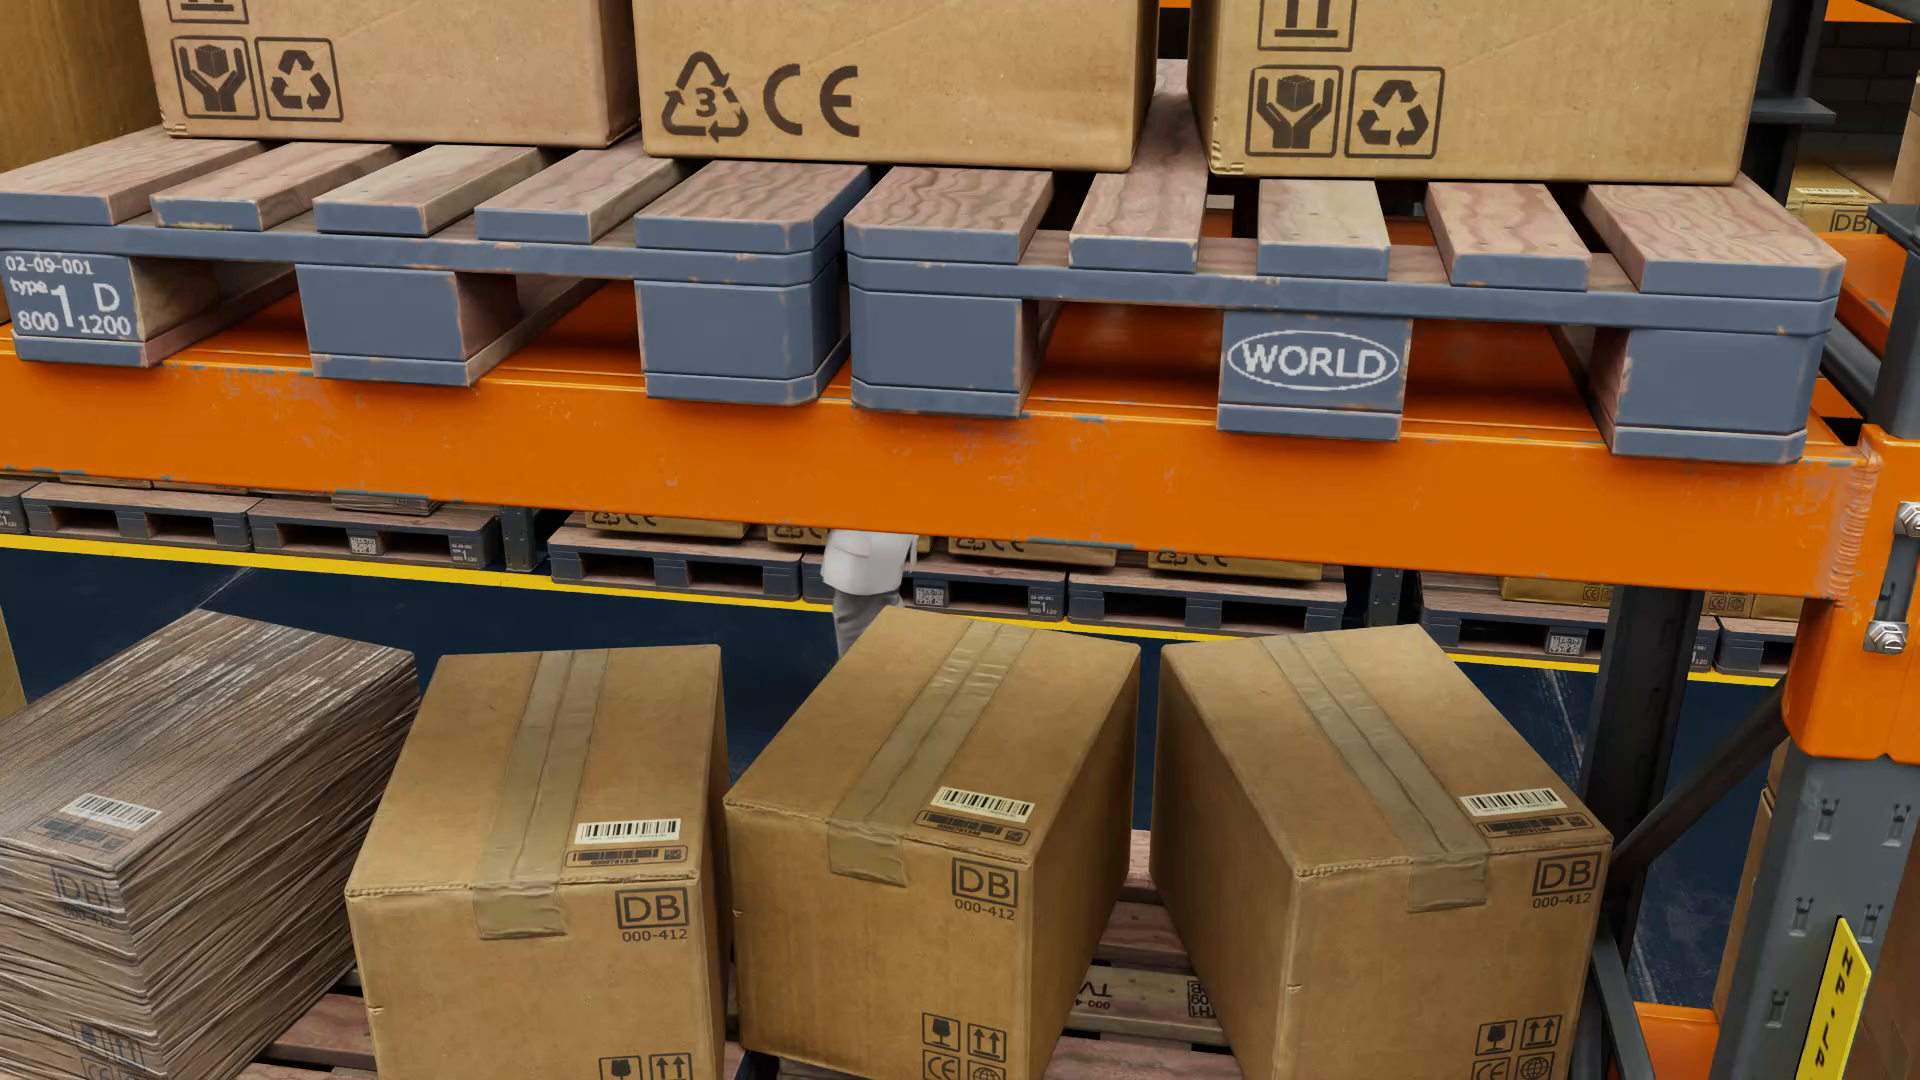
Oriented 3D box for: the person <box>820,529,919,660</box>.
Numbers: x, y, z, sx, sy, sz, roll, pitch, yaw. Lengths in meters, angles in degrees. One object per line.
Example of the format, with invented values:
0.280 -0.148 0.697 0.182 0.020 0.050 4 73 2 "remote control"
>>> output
-0.418 0.012 6.359 0.563 1.560 0.528 4 25 10 "person"
